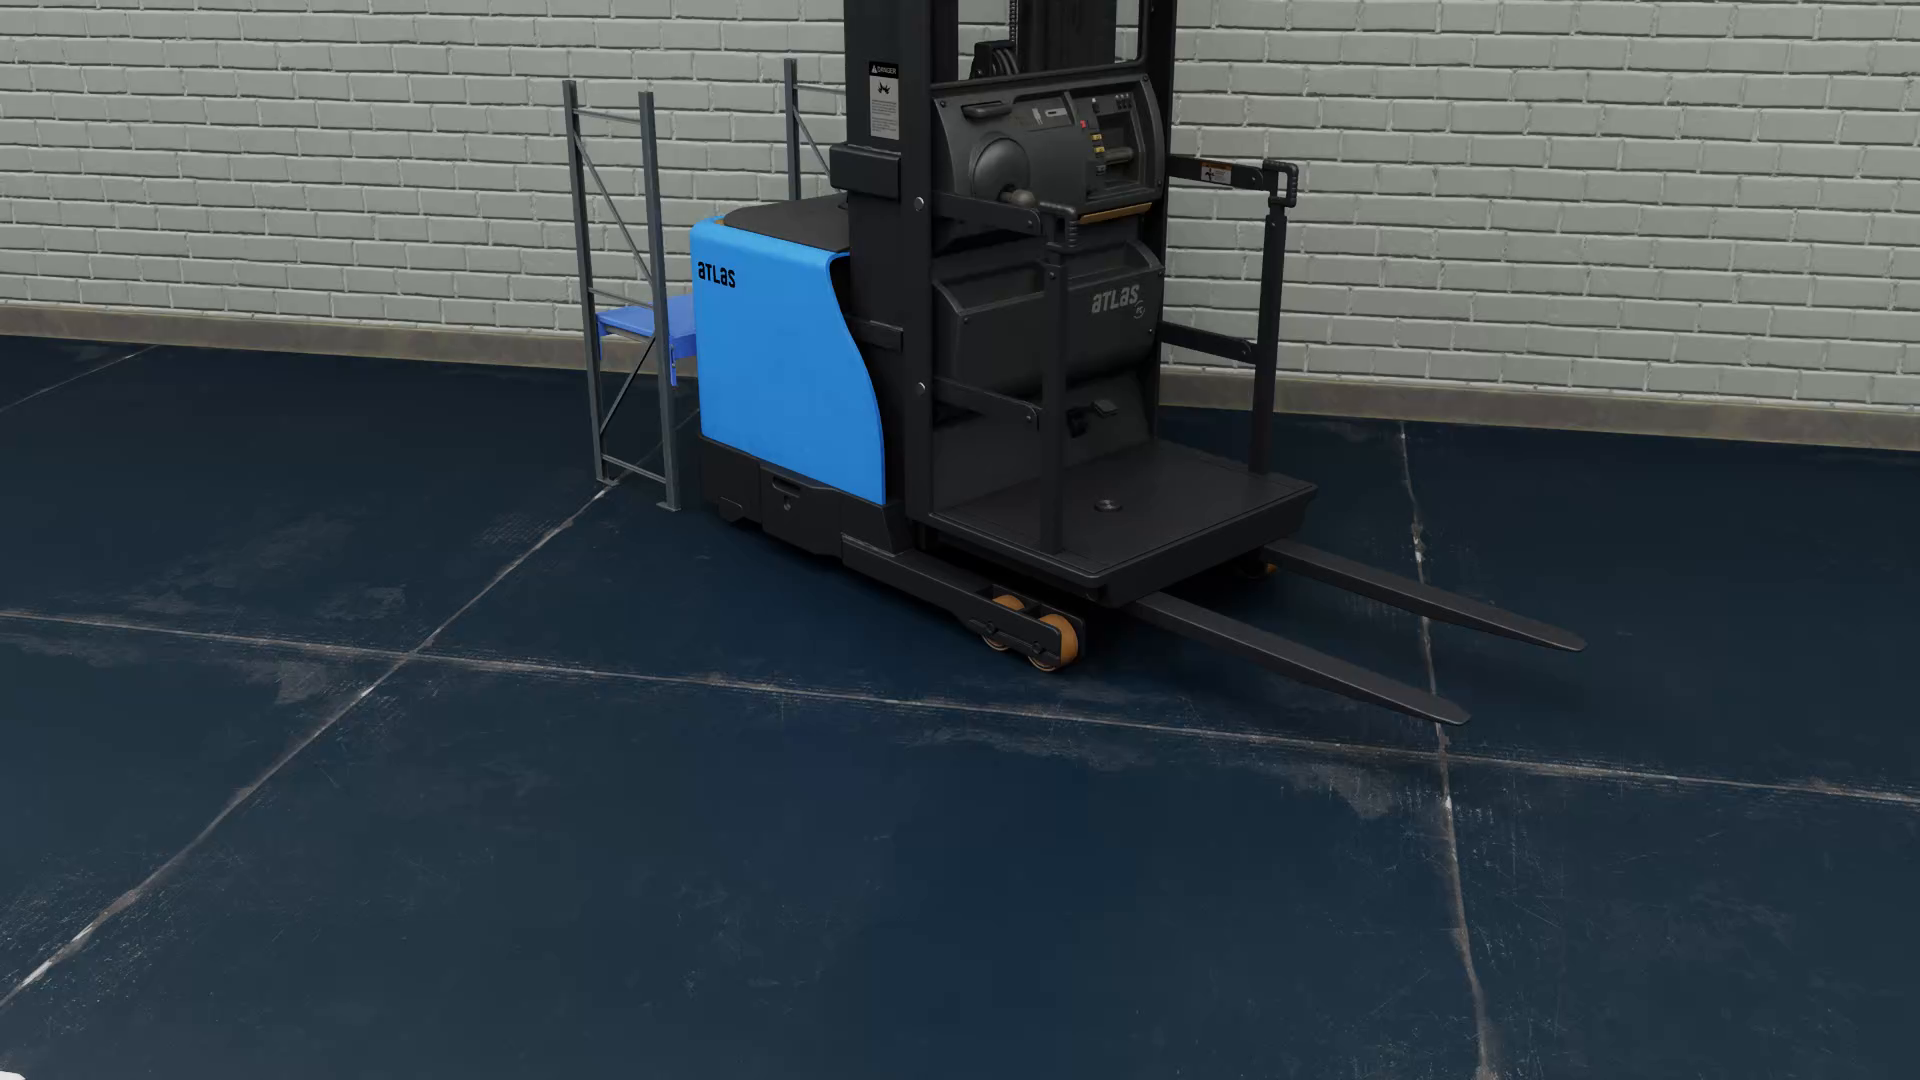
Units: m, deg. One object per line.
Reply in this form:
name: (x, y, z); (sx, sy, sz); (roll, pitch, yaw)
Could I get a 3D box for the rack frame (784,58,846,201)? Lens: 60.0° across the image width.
rack frame: (-0.505, -1.136, 6.667); (0.500, 1.500, 0.032); (20, 29, 40)

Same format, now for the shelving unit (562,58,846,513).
shelving unit: (-0.860, -1.000, 6.330); (0.538, 1.500, 1.048); (20, 29, 40)

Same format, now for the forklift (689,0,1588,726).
forklift: (0.434, -1.190, 4.884); (1.130, 2.935, 3.031); (-20, 29, -40)

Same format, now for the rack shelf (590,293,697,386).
rack shelf: (-0.860, -0.834, 6.397); (0.538, 0.185, 1.000); (20, 29, 40)

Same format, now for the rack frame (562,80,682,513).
rack frame: (-1.215, -0.864, 5.992); (0.500, 1.500, 0.032); (20, 29, 40)
